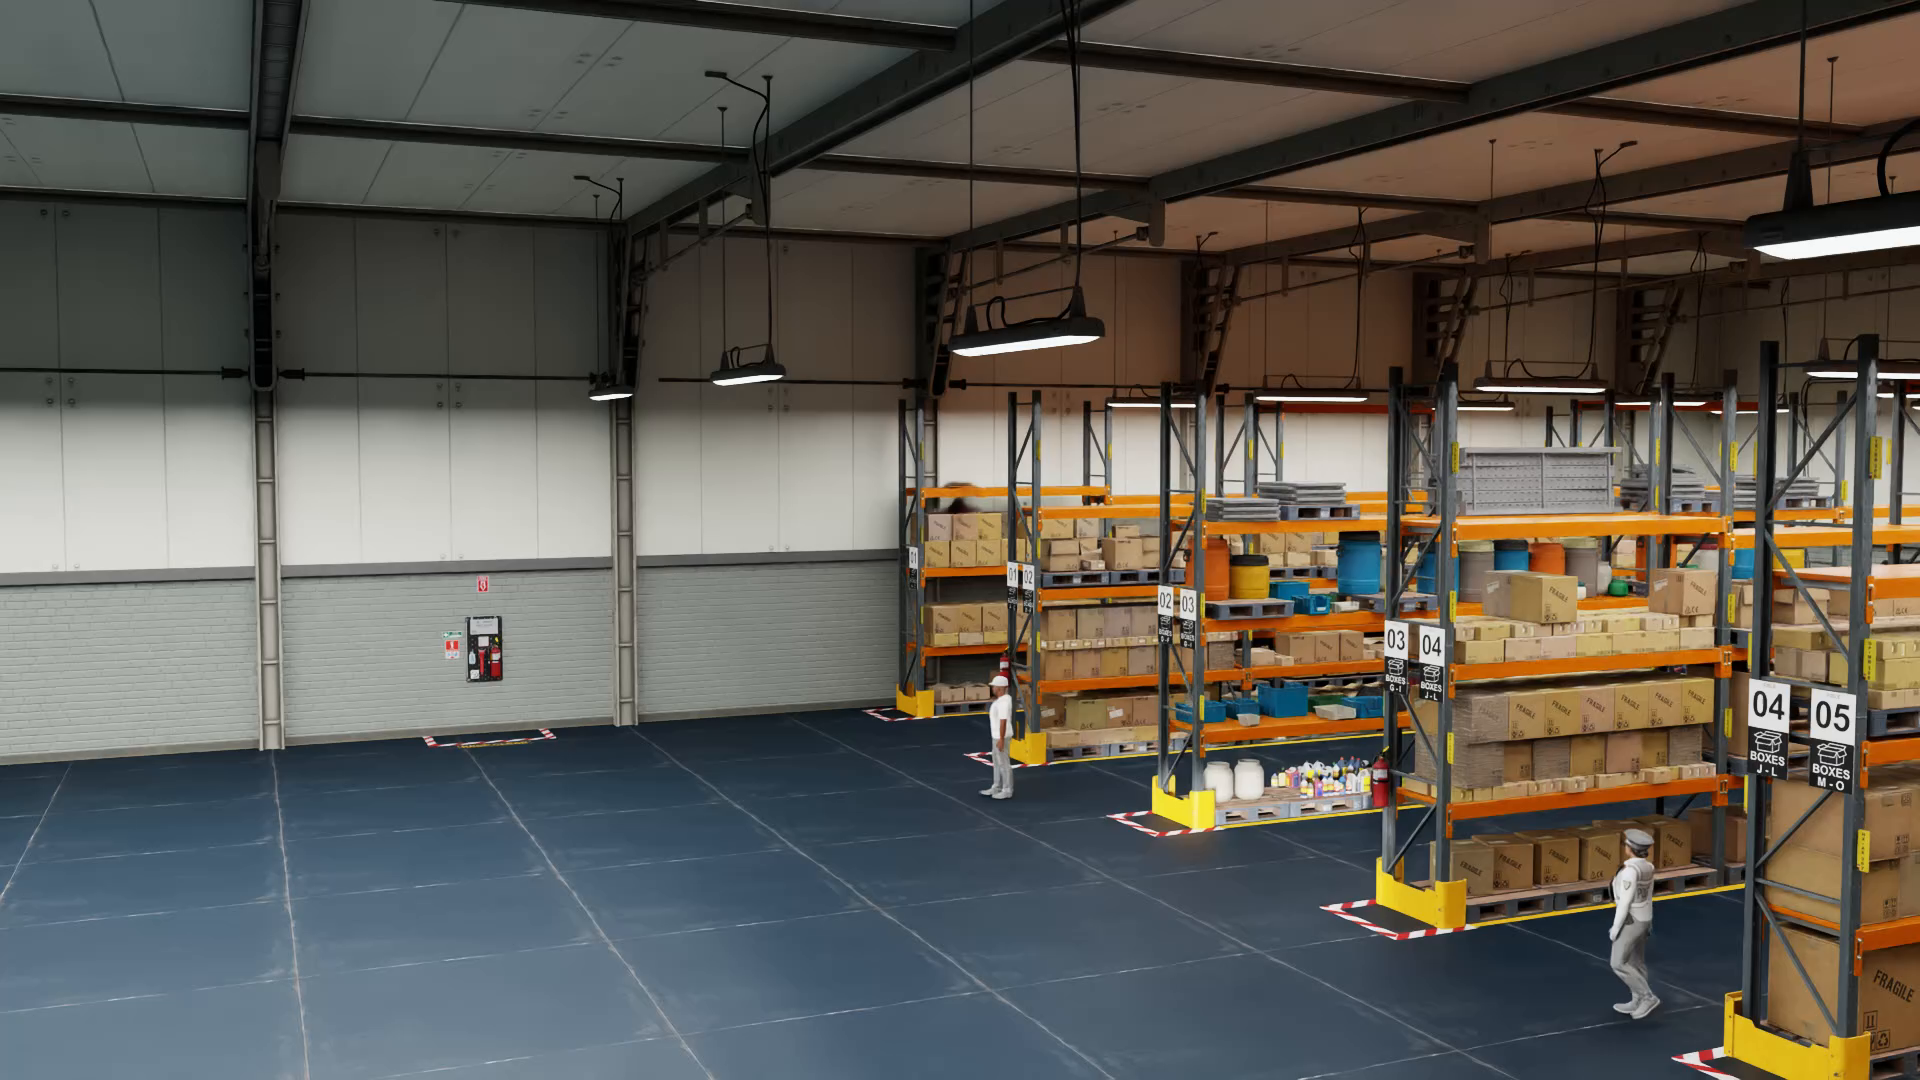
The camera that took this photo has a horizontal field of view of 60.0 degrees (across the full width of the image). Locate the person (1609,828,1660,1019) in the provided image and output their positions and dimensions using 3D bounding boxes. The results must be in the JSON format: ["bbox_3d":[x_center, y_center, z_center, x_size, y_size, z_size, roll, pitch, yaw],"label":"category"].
[{"bbox_3d":[6.066,3.439,14.915,0.454,1.693,0.494,2,4,31],"label":"person"}]

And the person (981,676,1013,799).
[{"bbox_3d":[0.542,2.856,24.138,0.465,1.777,0.585,0,3,-1],"label":"person"}]
